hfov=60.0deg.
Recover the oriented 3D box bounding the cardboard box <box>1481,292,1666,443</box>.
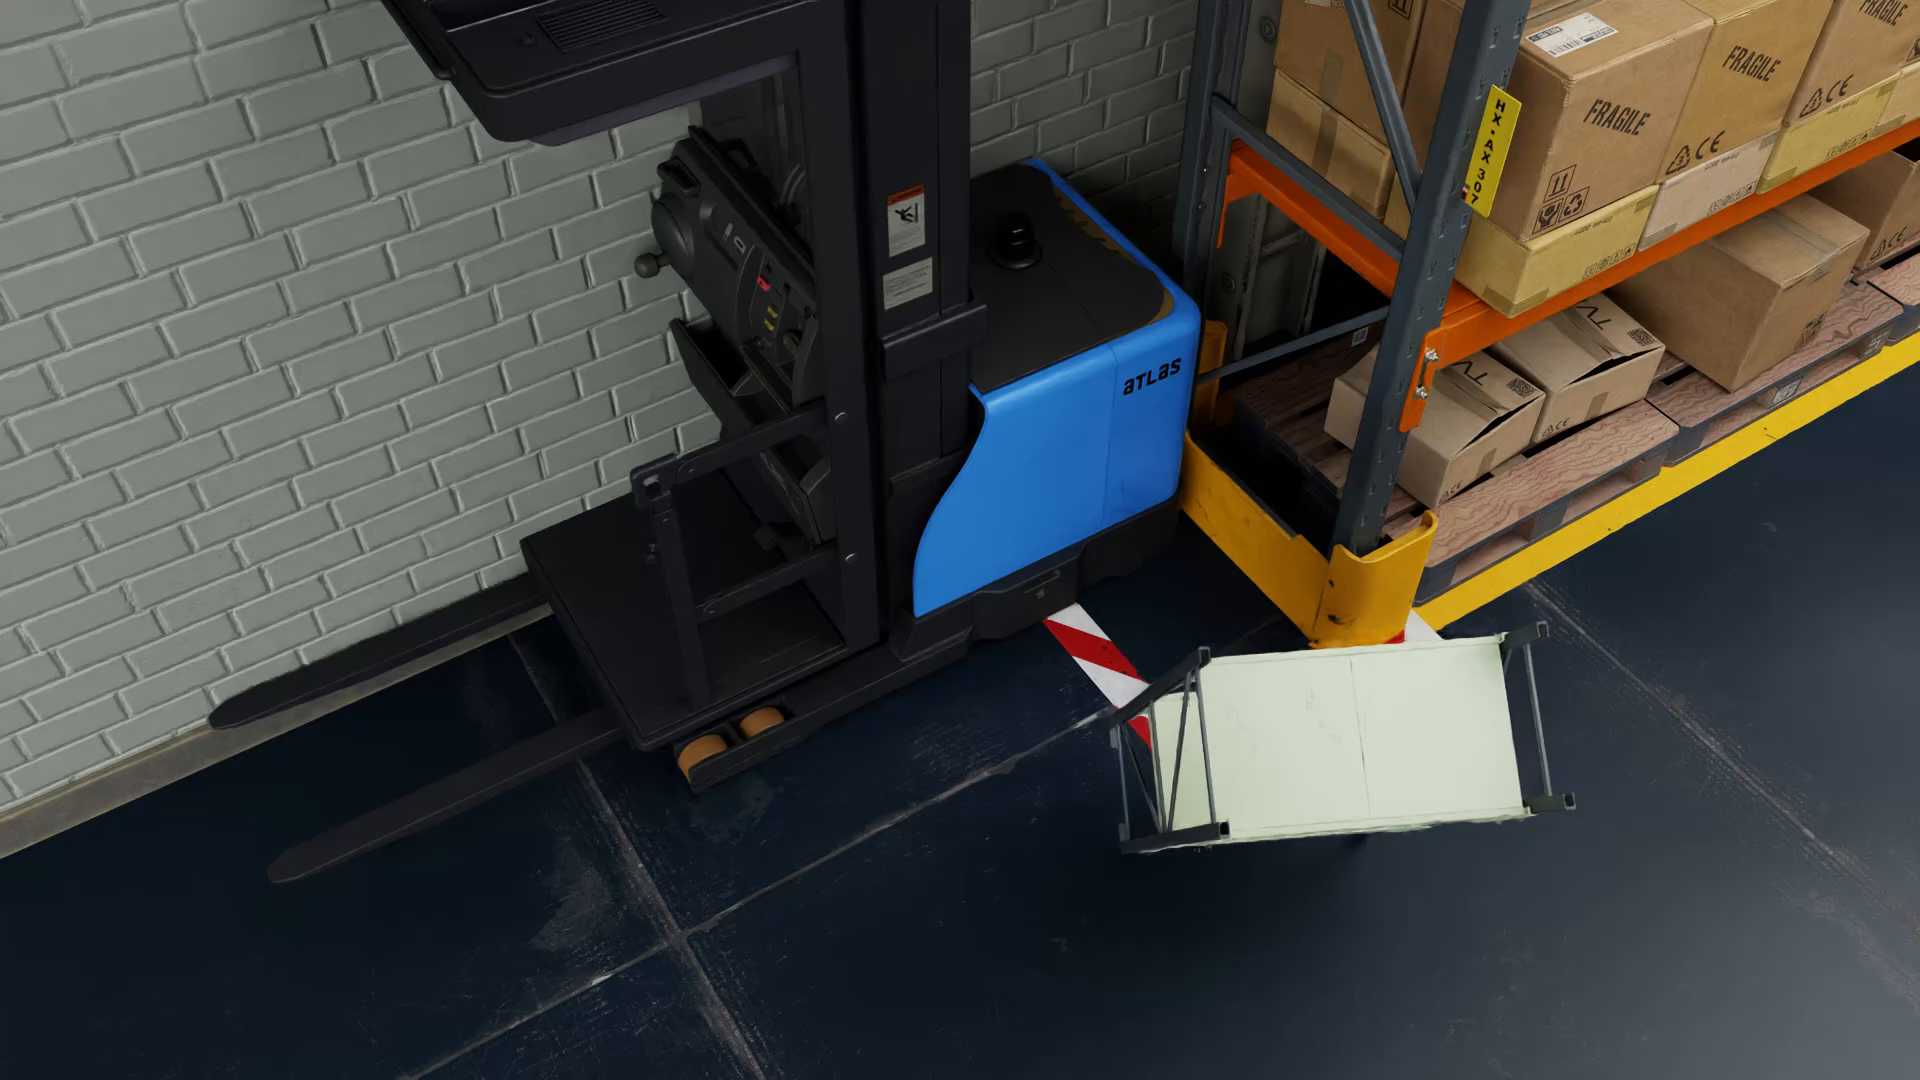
[{"bbox_3d":[2.095,-0.684,5.856,0.500,0.311,0.500,-21,52,-18],"label":"cardboard box"}]

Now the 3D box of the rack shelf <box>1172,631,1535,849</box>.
[{"bbox_3d":[0.882,0.468,3.850,0.720,0.370,0.431,-4,78,-3],"label":"rack shelf"}]

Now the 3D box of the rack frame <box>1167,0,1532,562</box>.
[{"bbox_3d":[0.980,-0.986,4.619,0.127,3.000,1.000,-25,53,-21],"label":"rack frame"}]

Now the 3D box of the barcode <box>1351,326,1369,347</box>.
[{"bbox_3d":[1.415,-0.719,5.882,0.075,0.075,0.001,-25,53,-21],"label":"barcode"}]

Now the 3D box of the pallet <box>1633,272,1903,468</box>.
[{"bbox_3d":[2.781,-0.873,6.386,1.213,0.211,1.003,-25,53,-21],"label":"pallet"}]

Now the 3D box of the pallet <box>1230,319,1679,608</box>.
[{"bbox_3d":[1.750,-0.390,5.956,1.213,0.211,1.003,-25,53,-21],"label":"pallet"}]

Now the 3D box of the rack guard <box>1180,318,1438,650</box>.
[{"bbox_3d":[1.044,-0.184,5.580,0.348,0.500,1.175,-25,53,-21],"label":"rack guard"}]

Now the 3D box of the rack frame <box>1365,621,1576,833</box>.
[{"bbox_3d":[1.231,0.523,4.252,0.023,1.500,0.400,-4,78,-3],"label":"rack frame"}]

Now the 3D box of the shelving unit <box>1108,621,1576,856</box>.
[{"bbox_3d":[0.866,0.549,4.231,0.755,1.500,0.431,-4,78,-3],"label":"shelving unit"}]

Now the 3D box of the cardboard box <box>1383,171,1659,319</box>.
[{"bbox_3d":[1.562,-0.936,4.662,0.500,0.250,0.500,-27,54,-22],"label":"cardboard box"}]

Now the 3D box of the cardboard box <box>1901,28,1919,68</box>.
[{"bbox_3d":[2.838,-1.798,4.927,0.500,0.500,0.500,-24,52,-20],"label":"cardboard box"}]

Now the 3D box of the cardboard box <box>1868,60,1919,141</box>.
[{"bbox_3d":[2.856,-1.551,5.210,0.500,0.250,0.500,-25,53,-20],"label":"cardboard box"}]

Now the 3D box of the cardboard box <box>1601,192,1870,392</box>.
[{"bbox_3d":[2.742,-1.007,6.018,0.500,0.500,0.700,-28,54,-23],"label":"cardboard box"}]

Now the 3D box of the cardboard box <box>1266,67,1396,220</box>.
[{"bbox_3d":[1.272,-1.251,4.943,0.500,0.250,0.500,-25,53,-20],"label":"cardboard box"}]

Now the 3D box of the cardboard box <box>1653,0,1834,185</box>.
[{"bbox_3d":[1.967,-1.383,4.558,0.500,0.500,0.500,-25,53,-21],"label":"cardboard box"}]

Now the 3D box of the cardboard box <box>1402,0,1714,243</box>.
[{"bbox_3d":[1.544,-1.192,4.388,0.500,0.500,0.500,-25,53,-21],"label":"cardboard box"}]

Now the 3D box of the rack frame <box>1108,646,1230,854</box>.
[{"bbox_3d":[0.502,0.574,4.211,0.023,1.500,0.400,-4,78,-3],"label":"rack frame"}]

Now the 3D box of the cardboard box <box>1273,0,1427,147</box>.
[{"bbox_3d":[1.265,-1.514,4.674,0.500,0.500,0.500,-26,53,-21],"label":"cardboard box"}]

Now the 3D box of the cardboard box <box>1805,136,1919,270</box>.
[{"bbox_3d":[3.506,-1.456,6.417,0.500,0.500,0.500,-29,54,-23],"label":"cardboard box"}]

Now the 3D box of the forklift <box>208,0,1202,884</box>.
[{"bbox_3d":[-0.788,-0.677,4.390,3.031,2.935,1.130,-25,53,-20],"label":"forklift"}]

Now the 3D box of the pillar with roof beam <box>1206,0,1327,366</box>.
[{"bbox_3d":[3.407,-1.087,0.692,0.400,9.000,9.100,-25,53,-21],"label":"pillar with roof beam"}]

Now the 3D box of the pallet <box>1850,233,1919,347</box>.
[{"bbox_3d":[3.814,-1.362,6.822,1.213,0.211,1.003,-25,53,-21],"label":"pallet"}]

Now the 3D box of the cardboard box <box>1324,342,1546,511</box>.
[{"bbox_3d":[1.613,-0.456,5.654,0.500,0.311,0.500,-31,55,-25],"label":"cardboard box"}]

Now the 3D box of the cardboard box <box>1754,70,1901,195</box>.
[{"bbox_3d":[2.427,-1.351,5.032,0.500,0.250,0.500,-26,53,-21],"label":"cardboard box"}]

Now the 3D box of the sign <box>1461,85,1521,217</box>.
[{"bbox_3d":[1.269,-0.931,3.991,0.005,0.325,0.100,-25,53,-21],"label":"sign"}]

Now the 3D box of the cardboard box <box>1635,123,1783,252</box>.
[{"bbox_3d":[1.993,-1.152,4.854,0.500,0.250,0.500,-27,54,-22],"label":"cardboard box"}]

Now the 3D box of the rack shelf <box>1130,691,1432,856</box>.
[{"bbox_3d":[0.853,0.616,4.550,0.720,0.370,0.431,-4,78,-3],"label":"rack shelf"}]

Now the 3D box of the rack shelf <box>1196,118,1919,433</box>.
[{"bbox_3d":[2.671,-1.543,5.597,4.000,0.370,1.077,-25,53,-21],"label":"rack shelf"}]

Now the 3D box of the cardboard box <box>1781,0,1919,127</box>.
[{"bbox_3d":[2.408,-1.585,4.737,0.500,0.500,0.500,-27,54,-22],"label":"cardboard box"}]
